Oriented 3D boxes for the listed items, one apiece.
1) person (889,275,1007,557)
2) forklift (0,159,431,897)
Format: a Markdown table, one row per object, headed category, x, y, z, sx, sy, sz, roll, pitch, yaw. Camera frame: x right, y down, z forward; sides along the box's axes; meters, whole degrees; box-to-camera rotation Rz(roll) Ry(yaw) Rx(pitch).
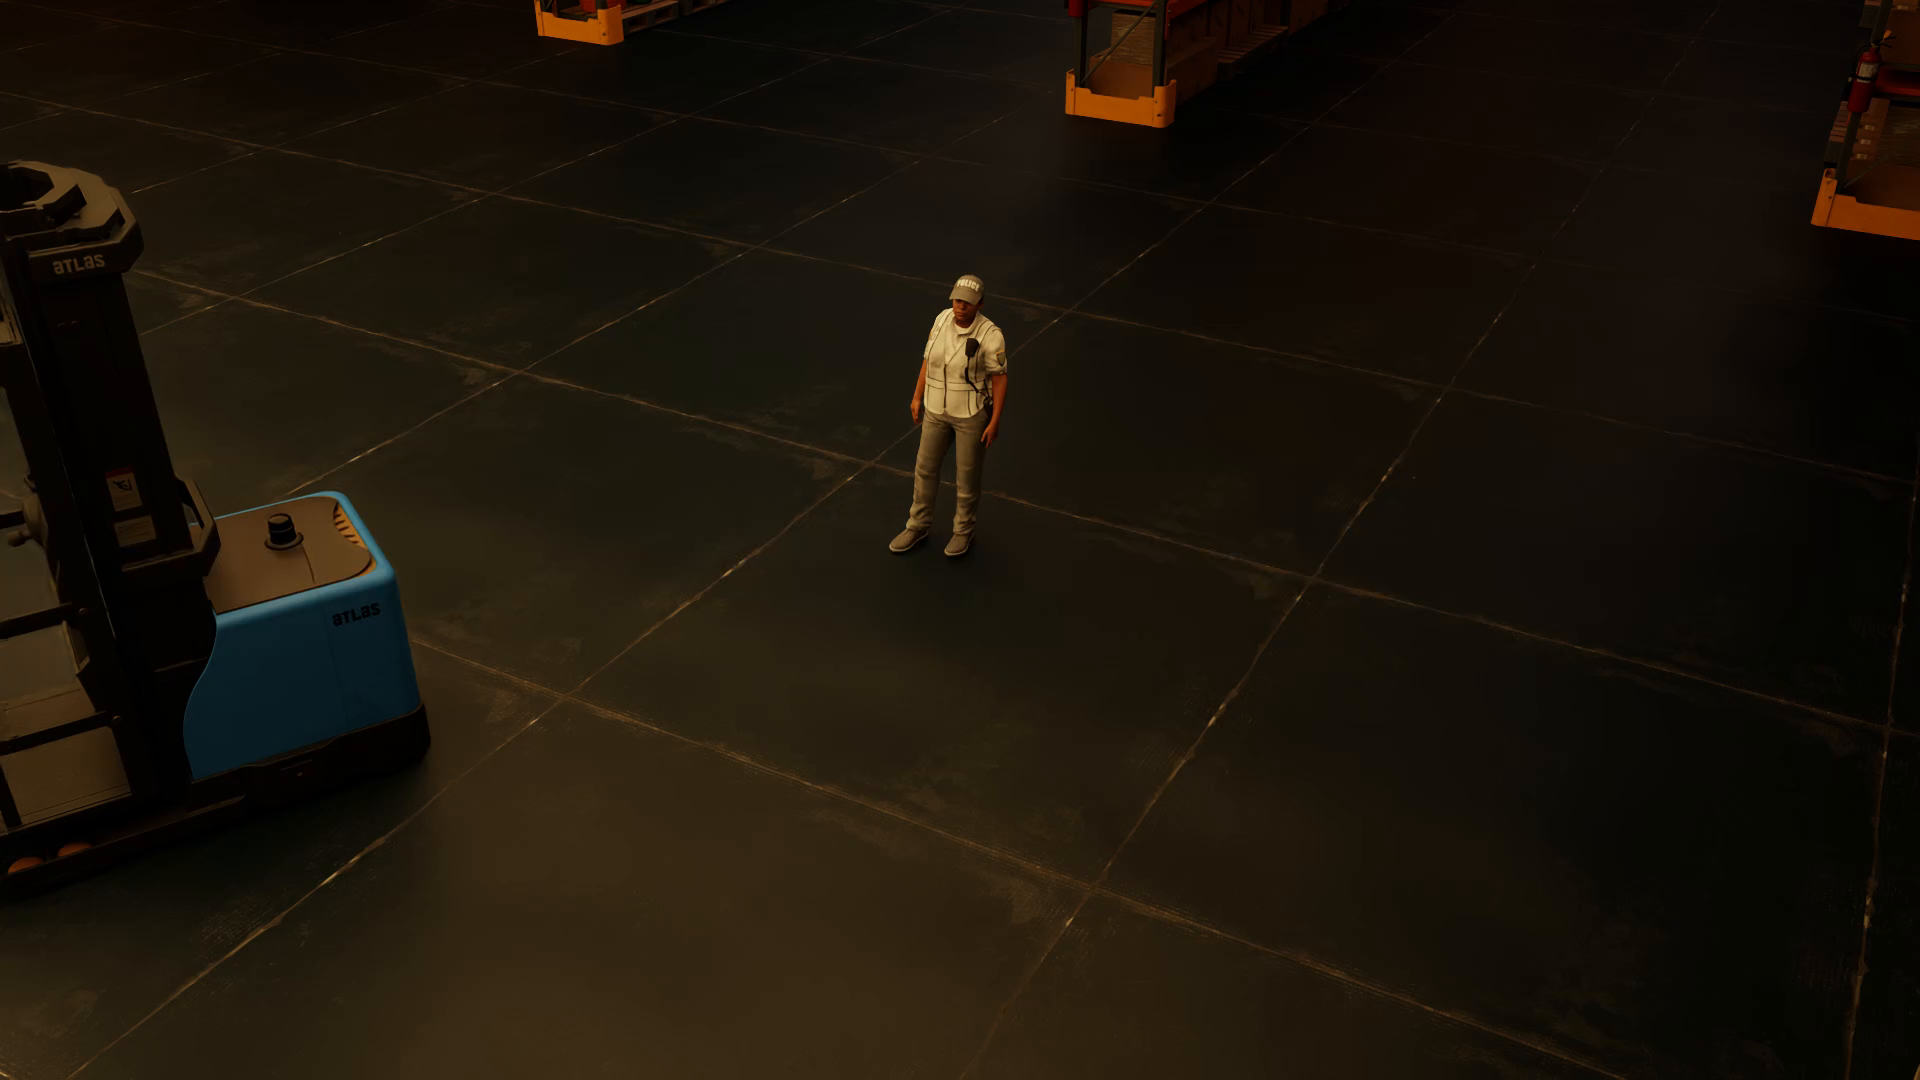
| category | x | y | z | sx | sy | sz | roll | pitch | yaw |
| --- | --- | --- | --- | --- | --- | --- | --- | --- | --- |
| person | -0.057 | -0.700 | 9.534 | 0.598 | 1.670 | 0.529 | 15 | 33 | 25 |
| forklift | -4.109 | -0.012 | 7.091 | 3.031 | 2.935 | 1.130 | -17 | 34 | -27 |
